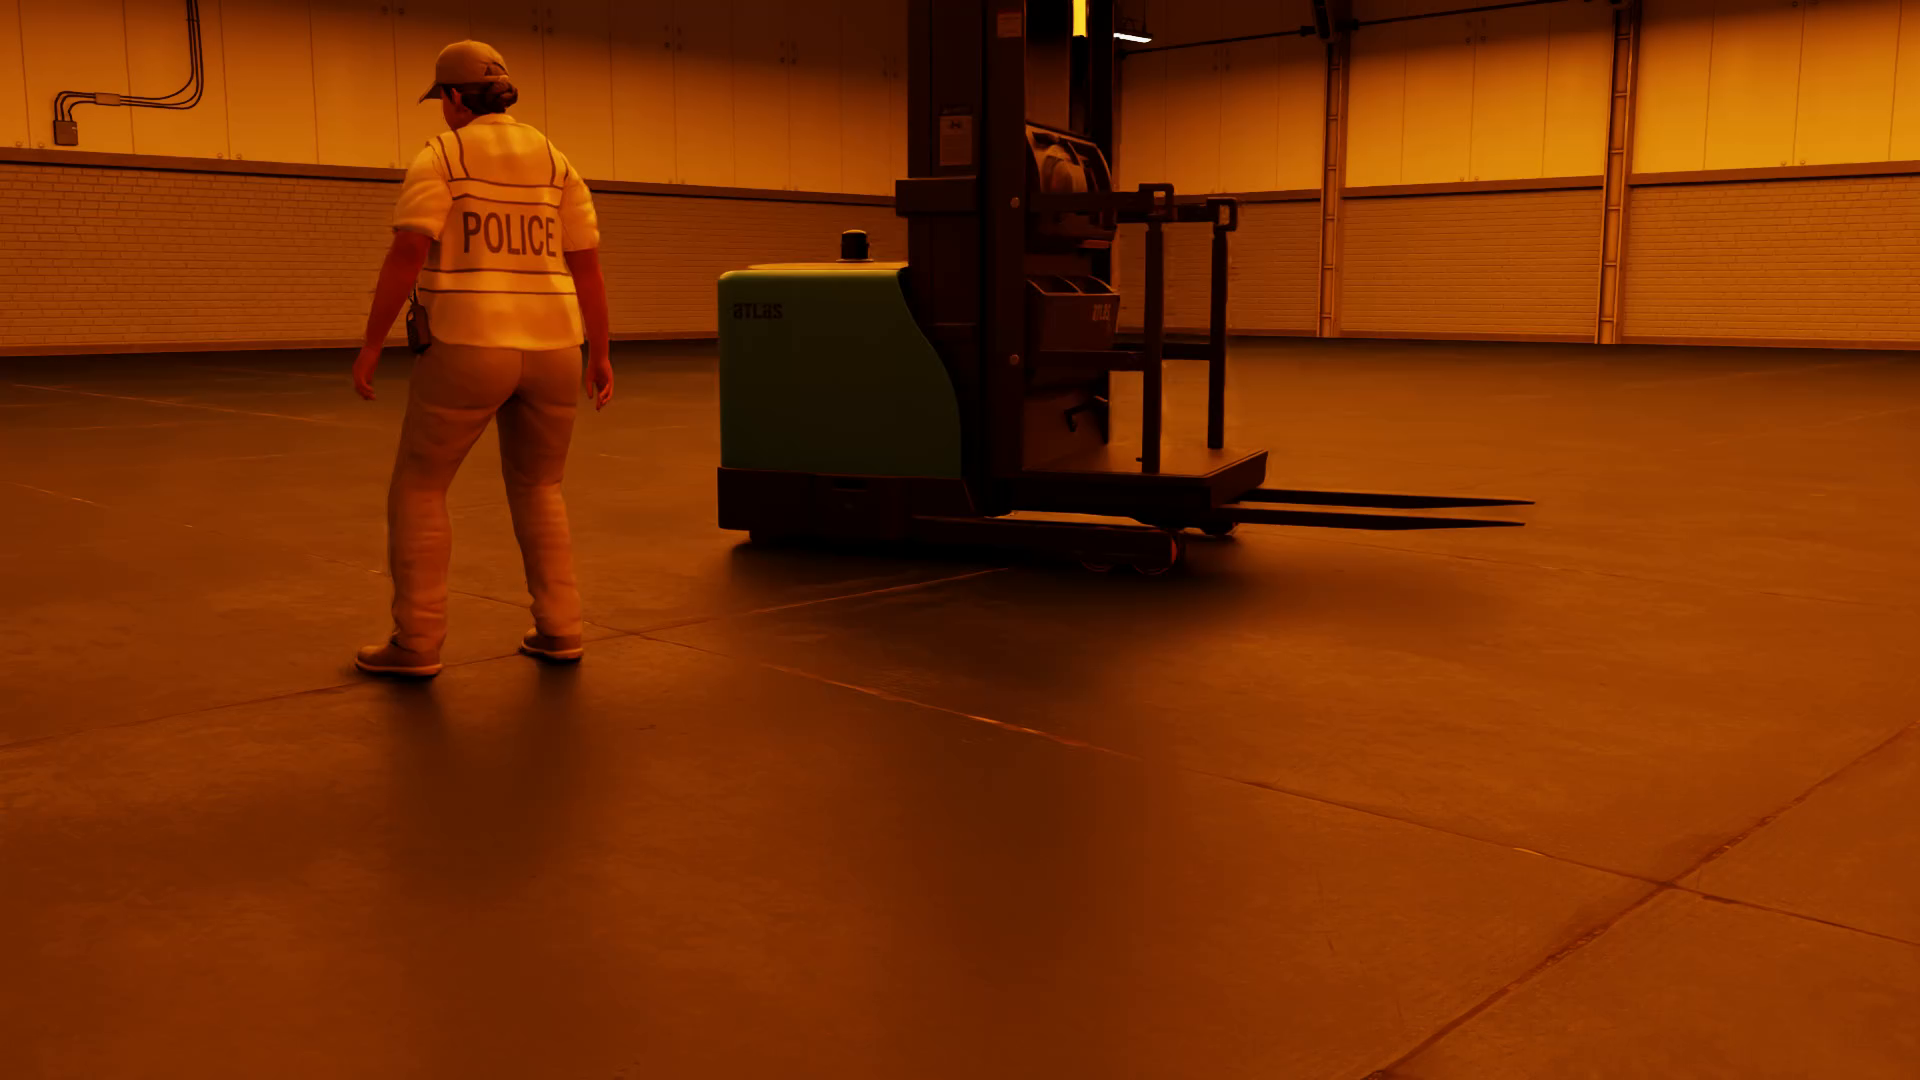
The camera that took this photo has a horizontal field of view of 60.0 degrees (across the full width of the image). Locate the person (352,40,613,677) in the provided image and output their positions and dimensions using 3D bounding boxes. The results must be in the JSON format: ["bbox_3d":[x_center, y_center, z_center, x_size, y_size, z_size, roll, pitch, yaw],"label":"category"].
[{"bbox_3d":[-1.255,-0.485,4.423,0.691,1.646,0.433,-8,12,-42],"label":"person"}]

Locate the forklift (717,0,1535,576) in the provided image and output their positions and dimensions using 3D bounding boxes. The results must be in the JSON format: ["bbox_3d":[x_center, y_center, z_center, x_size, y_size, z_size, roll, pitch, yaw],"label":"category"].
[{"bbox_3d":[0.611,-1.413,6.257,3.031,2.935,1.130,3,9,22],"label":"forklift"}]
